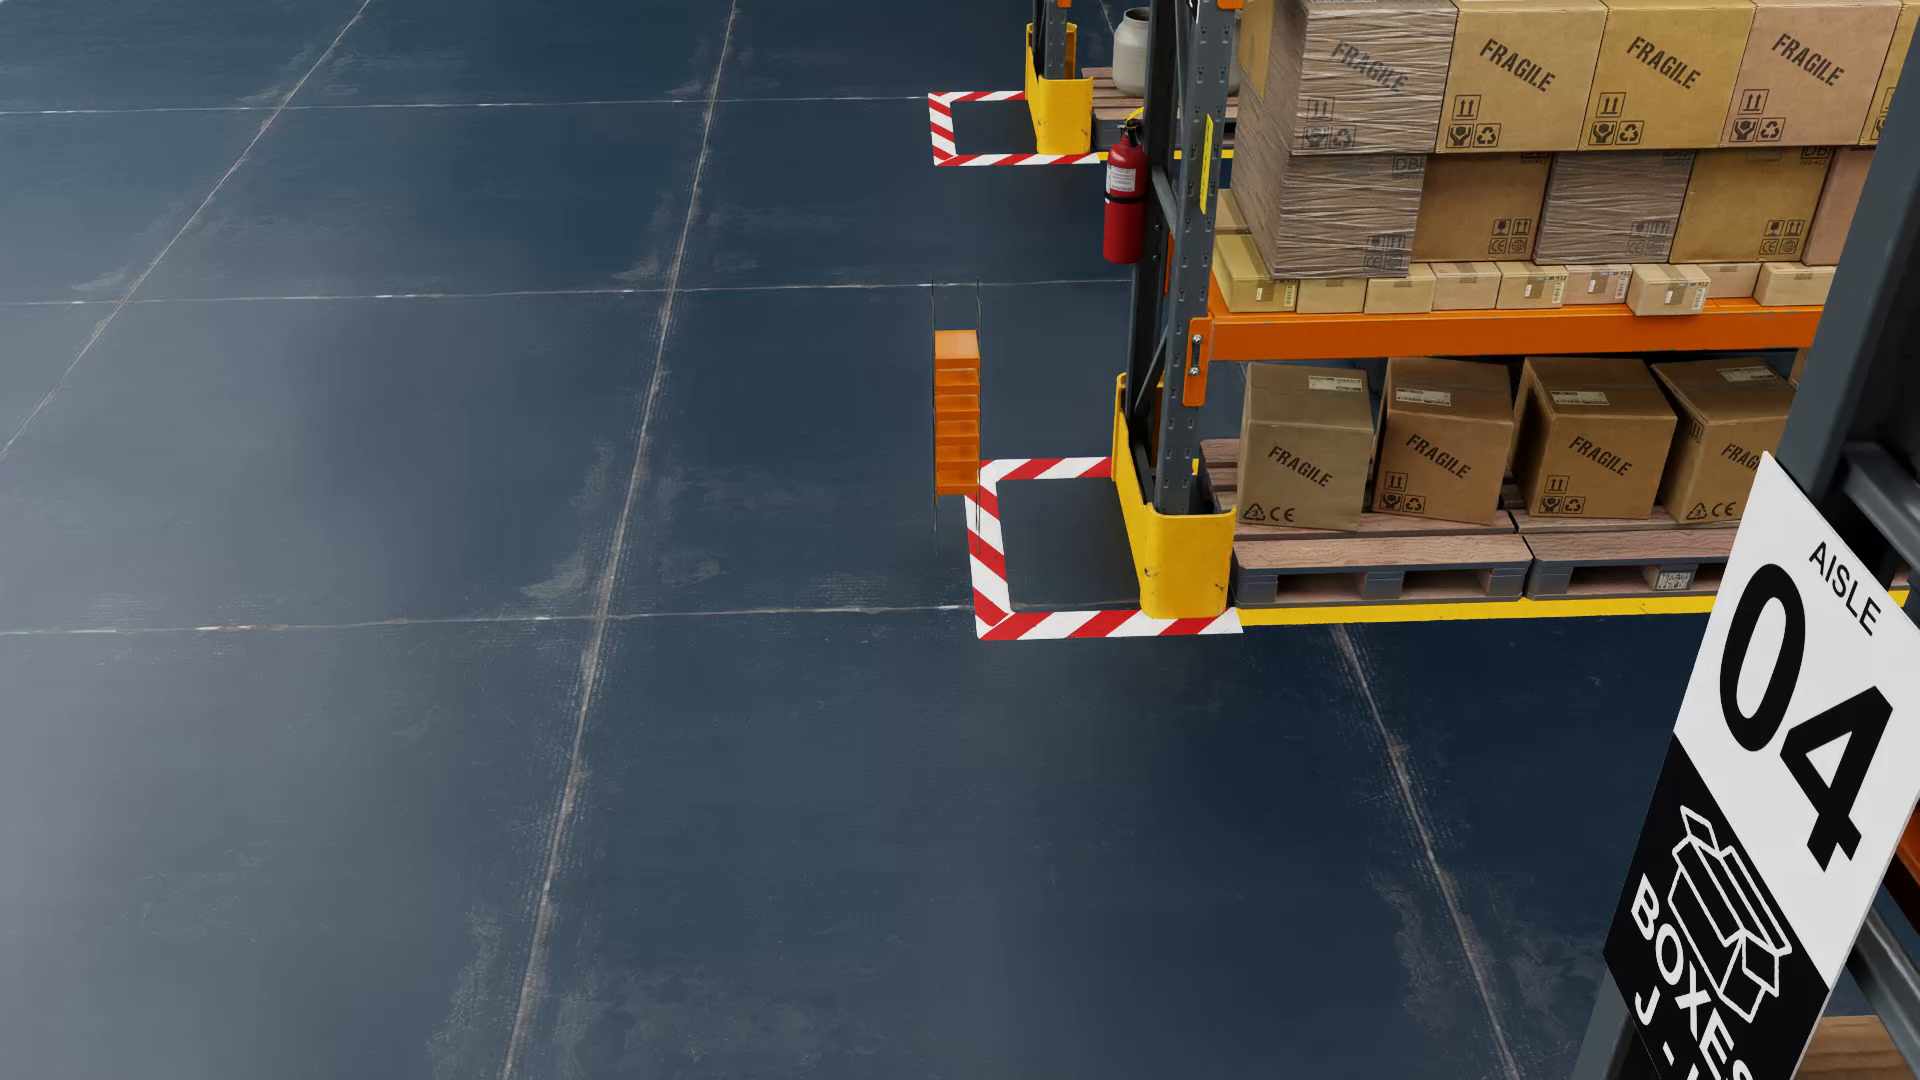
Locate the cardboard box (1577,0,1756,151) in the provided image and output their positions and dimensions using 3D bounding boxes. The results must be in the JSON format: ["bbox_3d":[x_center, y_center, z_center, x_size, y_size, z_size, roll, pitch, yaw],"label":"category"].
[{"bbox_3d":[2.382,-1.702,5.845,0.500,0.500,0.500,-2,35,-2],"label":"cardboard box"}]

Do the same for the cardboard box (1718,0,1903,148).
[{"bbox_3d":[2.881,-1.719,5.870,0.500,0.500,0.500,-2,35,-2],"label":"cardboard box"}]

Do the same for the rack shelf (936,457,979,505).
[{"bbox_3d":[-0.015,-0.259,7.070,0.180,0.103,0.258,-2,35,-2],"label":"rack shelf"}]

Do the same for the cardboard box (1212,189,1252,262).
[{"bbox_3d":[1.095,-1.265,6.663,0.250,0.149,0.380,-2,35,-2],"label":"cardboard box"}]

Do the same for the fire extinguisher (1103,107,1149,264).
[{"bbox_3d":[0.684,-1.471,6.807,0.183,0.674,0.296,-2,35,-2],"label":"fire extinguisher"}]

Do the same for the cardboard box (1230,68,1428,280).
[{"bbox_3d":[1.371,-1.406,6.297,0.500,0.500,0.875,-2,35,-2],"label":"cardboard box"}]

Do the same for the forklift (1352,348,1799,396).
[{"bbox_3d":[3.502,-2.186,7.833,3.031,2.935,1.130,-1,35,-2],"label":"forklift"}]

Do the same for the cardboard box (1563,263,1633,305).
[{"bbox_3d":[2.364,-1.050,6.352,0.250,0.149,0.380,-2,35,-2],"label":"cardboard box"}]

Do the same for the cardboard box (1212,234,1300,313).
[{"bbox_3d":[1.116,-1.012,6.298,0.250,0.149,0.380,-2,35,-2],"label":"cardboard box"}]

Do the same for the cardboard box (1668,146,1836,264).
[{"bbox_3d":[2.866,-1.484,6.409,0.500,0.500,0.875,-2,35,-2],"label":"cardboard box"}]

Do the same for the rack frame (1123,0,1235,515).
[{"bbox_3d":[0.820,-1.244,6.411,0.127,3.000,1.000,-2,35,-2],"label":"rack frame"}]

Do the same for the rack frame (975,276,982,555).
[{"bbox_3d":[0.077,-0.496,6.911,0.006,1.200,0.240,-2,35,-2],"label":"rack frame"}]

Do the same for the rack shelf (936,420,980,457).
[{"bbox_3d":[-0.015,-0.456,6.933,0.180,0.103,0.258,-2,35,-2],"label":"rack shelf"}]

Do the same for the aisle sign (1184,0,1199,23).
[{"bbox_3d":[0.772,-2.140,5.422,0.004,0.787,0.394,-2,35,-2],"label":"aisle sign"}]

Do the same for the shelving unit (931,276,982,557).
[{"bbox_3d":[-0.015,-0.493,6.908,0.189,1.200,0.258,-2,35,-2],"label":"shelving unit"}]

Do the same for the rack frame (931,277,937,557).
[{"bbox_3d":[-0.106,-0.491,6.904,0.006,1.200,0.240,-2,35,-2],"label":"rack frame"}]

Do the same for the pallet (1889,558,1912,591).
[{"bbox_3d":[4.146,-0.167,7.305,1.213,0.211,1.003,-2,35,-2],"label":"pallet"}]

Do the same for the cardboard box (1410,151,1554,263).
[{"bbox_3d":[1.865,-1.488,6.415,0.500,0.500,0.875,-2,35,-2],"label":"cardboard box"}]

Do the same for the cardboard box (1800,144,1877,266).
[{"bbox_3d":[3.367,-1.474,6.394,0.500,0.500,0.875,-2,35,-2],"label":"cardboard box"}]

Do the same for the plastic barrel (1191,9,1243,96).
[{"bbox_3d":[1.740,-3.283,11.176,0.421,0.512,0.421,0,35,0],"label":"plastic barrel"}]

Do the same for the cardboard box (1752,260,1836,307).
[{"bbox_3d":[3.116,-1.043,6.342,0.250,0.149,0.380,-2,35,-2],"label":"cardboard box"}]

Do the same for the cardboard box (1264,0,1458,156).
[{"bbox_3d":[1.382,-1.678,5.811,0.500,0.500,0.500,-2,35,-2],"label":"cardboard box"}]

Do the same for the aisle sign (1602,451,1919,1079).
[{"bbox_3d":[0.869,0.341,1.837,0.004,0.787,0.394,-2,35,-2],"label":"aisle sign"}]

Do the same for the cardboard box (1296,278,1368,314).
[{"bbox_3d":[1.367,-1.008,6.292,0.250,0.149,0.380,-2,35,-2],"label":"cardboard box"}]

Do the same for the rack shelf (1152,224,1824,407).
[{"bbox_3d":[2.818,-1.002,6.694,4.000,0.370,1.077,-2,35,-2],"label":"rack shelf"}]

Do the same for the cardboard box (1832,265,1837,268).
[{"bbox_3d":[3.364,-1.070,6.381,0.250,0.149,0.380,-2,35,-2],"label":"cardboard box"}]

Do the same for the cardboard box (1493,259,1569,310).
[{"bbox_3d":[2.116,-1.028,6.320,0.250,0.149,0.380,-2,35,-2],"label":"cardboard box"}]

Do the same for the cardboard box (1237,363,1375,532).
[{"bbox_3d":[1.445,-0.396,7.013,0.500,0.500,0.500,5,35,7],"label":"cardboard box"}]

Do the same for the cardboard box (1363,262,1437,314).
[{"bbox_3d":[1.617,-1.007,6.289,0.250,0.149,0.380,-2,35,-2],"label":"cardboard box"}]

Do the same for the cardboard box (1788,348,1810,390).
[{"bbox_3d":[3.842,-0.488,7.147,0.500,0.500,0.500,9,36,13],"label":"cardboard box"}]

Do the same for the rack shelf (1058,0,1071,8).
[{"bbox_3d":[2.583,-3.817,10.762,4.000,0.370,1.077,-2,35,-2],"label":"rack shelf"}]

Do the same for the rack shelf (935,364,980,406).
[{"bbox_3d":[-0.015,-0.654,6.797,0.180,0.103,0.258,-2,35,-2],"label":"rack shelf"}]

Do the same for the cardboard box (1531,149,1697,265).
[{"bbox_3d":[2.366,-1.477,6.399,0.500,0.500,0.875,-2,35,-2],"label":"cardboard box"}]

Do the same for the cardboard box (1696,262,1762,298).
[{"bbox_3d":[2.862,-1.080,6.395,0.250,0.149,0.380,-2,35,-2],"label":"cardboard box"}]

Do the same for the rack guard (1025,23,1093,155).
[{"bbox_3d":[0.659,-3.060,11.232,0.348,0.500,1.175,-2,35,-2],"label":"rack guard"}]

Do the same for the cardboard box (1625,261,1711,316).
[{"bbox_3d":[2.619,-0.998,6.277,0.250,0.149,0.380,-2,35,-2],"label":"cardboard box"}]

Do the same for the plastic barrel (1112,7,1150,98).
[{"bbox_3d":[1.239,-3.270,11.156,0.421,0.512,0.421,0,35,0],"label":"plastic barrel"}]

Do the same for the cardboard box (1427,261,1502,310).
[{"bbox_3d":[1.866,-1.025,6.316,0.250,0.149,0.380,-2,35,-2],"label":"cardboard box"}]

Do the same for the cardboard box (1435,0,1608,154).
[{"bbox_3d":[1.882,-1.688,5.825,0.500,0.500,0.500,-2,35,-2],"label":"cardboard box"}]

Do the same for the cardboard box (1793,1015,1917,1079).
[{"bbox_3d":[1.326,1.085,1.966,0.550,0.550,0.875,-2,35,-2],"label":"cardboard box"}]

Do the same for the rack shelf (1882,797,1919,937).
[{"bbox_3d":[2.952,0.587,1.762,4.000,0.370,1.077,-2,35,-2],"label":"rack shelf"}]

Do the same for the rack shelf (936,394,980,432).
[{"bbox_3d":[-0.015,-0.555,6.865,0.180,0.103,0.258,-2,35,-2],"label":"rack shelf"}]

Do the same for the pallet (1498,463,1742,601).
[{"bbox_3d":[2.925,-0.132,7.255,1.213,0.211,1.003,-2,35,-2],"label":"pallet"}]

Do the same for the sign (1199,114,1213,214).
[{"bbox_3d":[0.846,-1.291,5.719,0.005,0.325,0.100,-2,35,-2],"label":"sign"}]

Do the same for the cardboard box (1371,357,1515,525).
[{"bbox_3d":[2.040,-0.431,7.065,0.500,0.500,0.500,7,35,10],"label":"cardboard box"}]

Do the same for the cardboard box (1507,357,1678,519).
[{"bbox_3d":[2.666,-0.437,7.074,0.500,0.500,0.500,2,35,2],"label":"cardboard box"}]

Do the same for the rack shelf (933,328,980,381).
[{"bbox_3d":[-0.015,-0.752,6.728,0.180,0.103,0.258,-2,35,-2],"label":"rack shelf"}]

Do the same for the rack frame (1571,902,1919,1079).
[{"bbox_3d":[0.954,1.579,2.333,0.127,3.000,1.000,-2,35,-2],"label":"rack frame"}]

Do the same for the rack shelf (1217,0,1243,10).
[{"bbox_3d":[2.818,-2.235,5.840,4.000,0.370,1.077,-2,35,-2],"label":"rack shelf"}]

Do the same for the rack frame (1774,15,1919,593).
[{"bbox_3d":[0.954,-0.888,0.626,0.127,3.000,1.000,-2,35,-2],"label":"rack frame"}]

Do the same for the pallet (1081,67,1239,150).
[{"bbox_3d":[1.471,-2.960,11.342,1.213,0.211,1.003,-2,35,-2],"label":"pallet"}]

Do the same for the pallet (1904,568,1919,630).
[{"bbox_3d":[1.694,0.356,1.542,1.213,0.211,1.003,-2,35,-2],"label":"pallet"}]

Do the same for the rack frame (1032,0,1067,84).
[{"bbox_3d":[0.586,-4.059,10.479,0.127,3.000,1.000,-2,35,-2],"label":"rack frame"}]

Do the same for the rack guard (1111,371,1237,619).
[{"bbox_3d":[0.896,-0.218,7.125,0.348,0.500,1.175,-2,35,-2],"label":"rack guard"}]

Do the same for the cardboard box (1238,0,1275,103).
[{"bbox_3d":[1.358,-1.973,6.238,0.500,0.500,0.500,-2,35,-2],"label":"cardboard box"}]

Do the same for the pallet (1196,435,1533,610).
[{"bbox_3d":[1.709,-0.101,7.210,1.213,0.211,1.003,-2,35,-2],"label":"pallet"}]

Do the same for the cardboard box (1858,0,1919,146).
[{"bbox_3d":[3.380,-1.730,5.886,0.500,0.500,0.500,-2,35,-2],"label":"cardboard box"}]

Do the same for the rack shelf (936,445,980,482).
[{"bbox_3d":[-0.015,-0.358,7.002,0.180,0.103,0.258,-2,35,-2],"label":"rack shelf"}]

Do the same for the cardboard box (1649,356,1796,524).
[{"bbox_3d":[3.226,-0.427,7.059,0.500,0.500,0.500,-4,35,-6],"label":"cardboard box"}]
